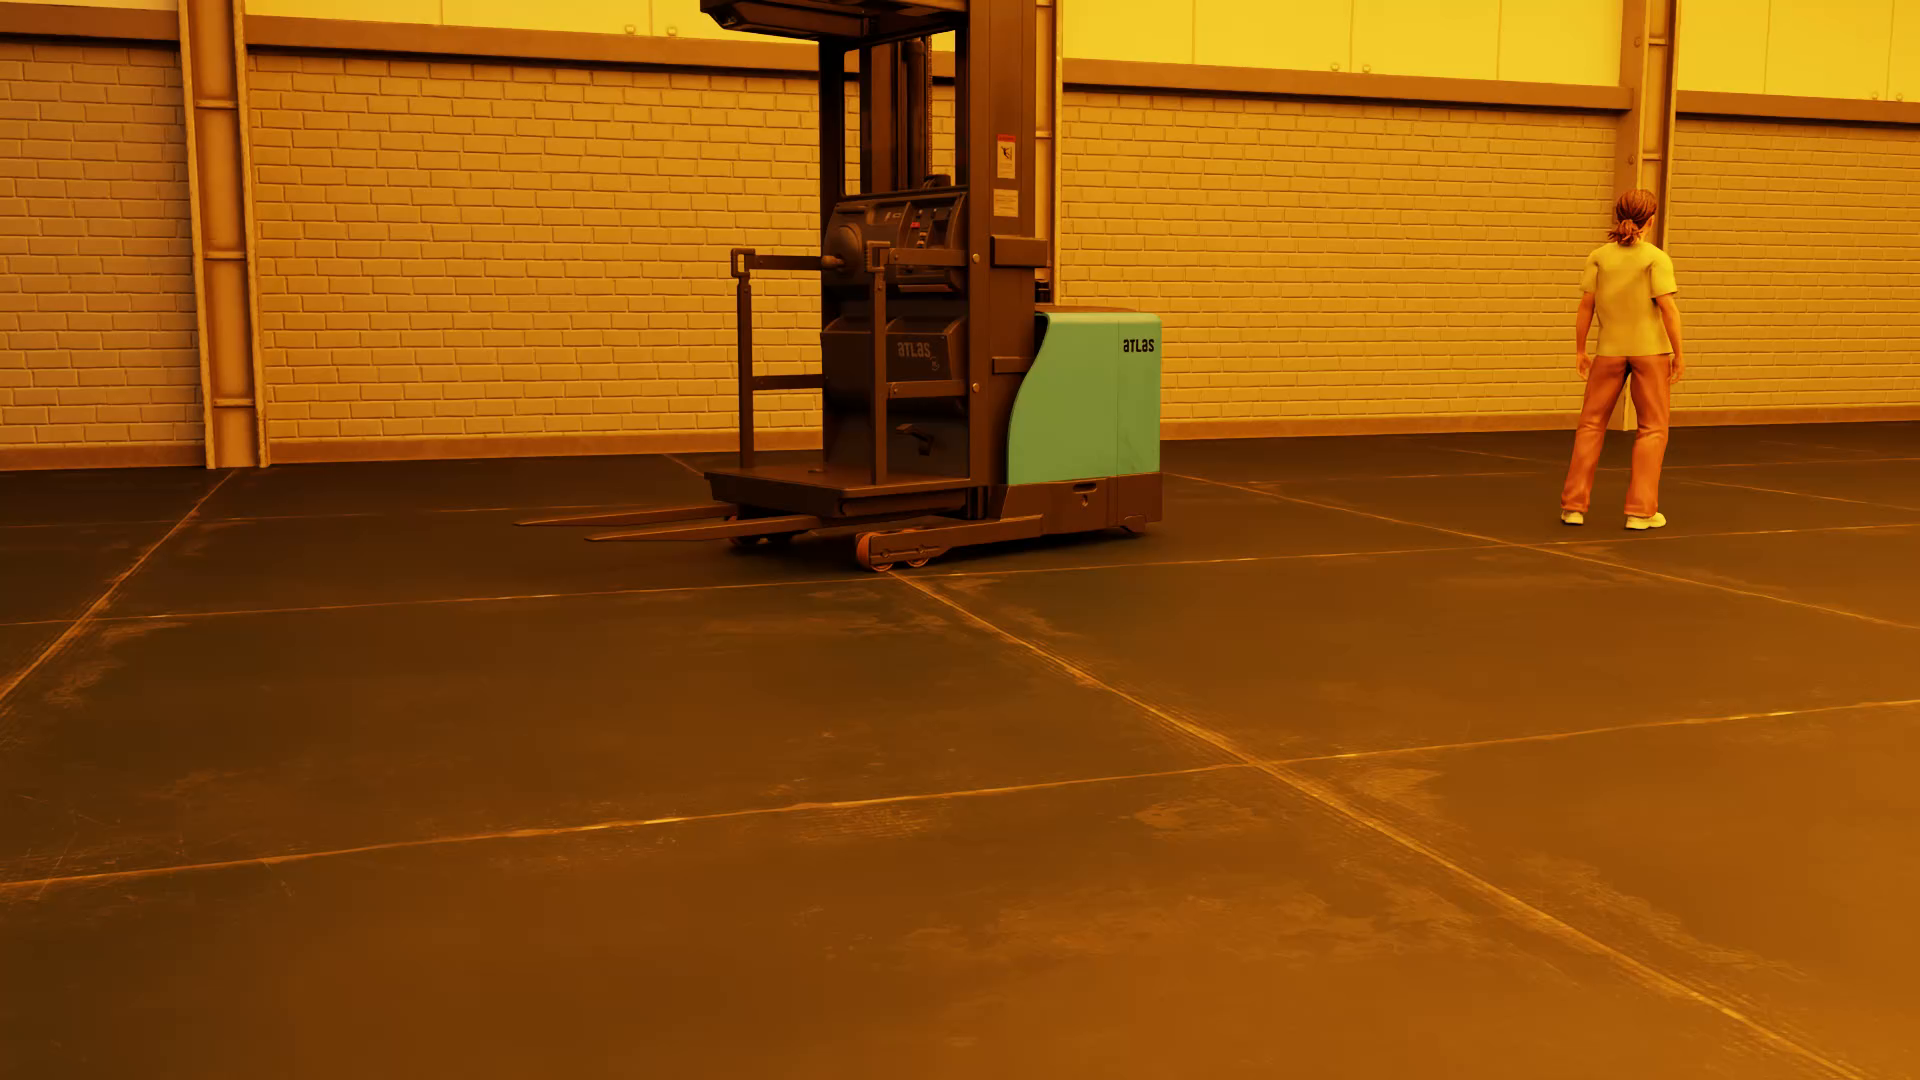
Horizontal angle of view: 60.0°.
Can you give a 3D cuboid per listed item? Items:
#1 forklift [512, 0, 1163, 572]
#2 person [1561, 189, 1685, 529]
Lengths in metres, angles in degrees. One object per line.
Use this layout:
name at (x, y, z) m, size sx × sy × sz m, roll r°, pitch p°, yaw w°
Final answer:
forklift at (-0.461, -1.399, 7.333) m, size 3.031 × 2.935 × 1.130 m, roll -7°, pitch 10°, yaw -40°
person at (3.310, -0.898, 8.317) m, size 0.597 × 1.674 × 0.405 m, roll 6°, pitch 10°, yaw 36°
